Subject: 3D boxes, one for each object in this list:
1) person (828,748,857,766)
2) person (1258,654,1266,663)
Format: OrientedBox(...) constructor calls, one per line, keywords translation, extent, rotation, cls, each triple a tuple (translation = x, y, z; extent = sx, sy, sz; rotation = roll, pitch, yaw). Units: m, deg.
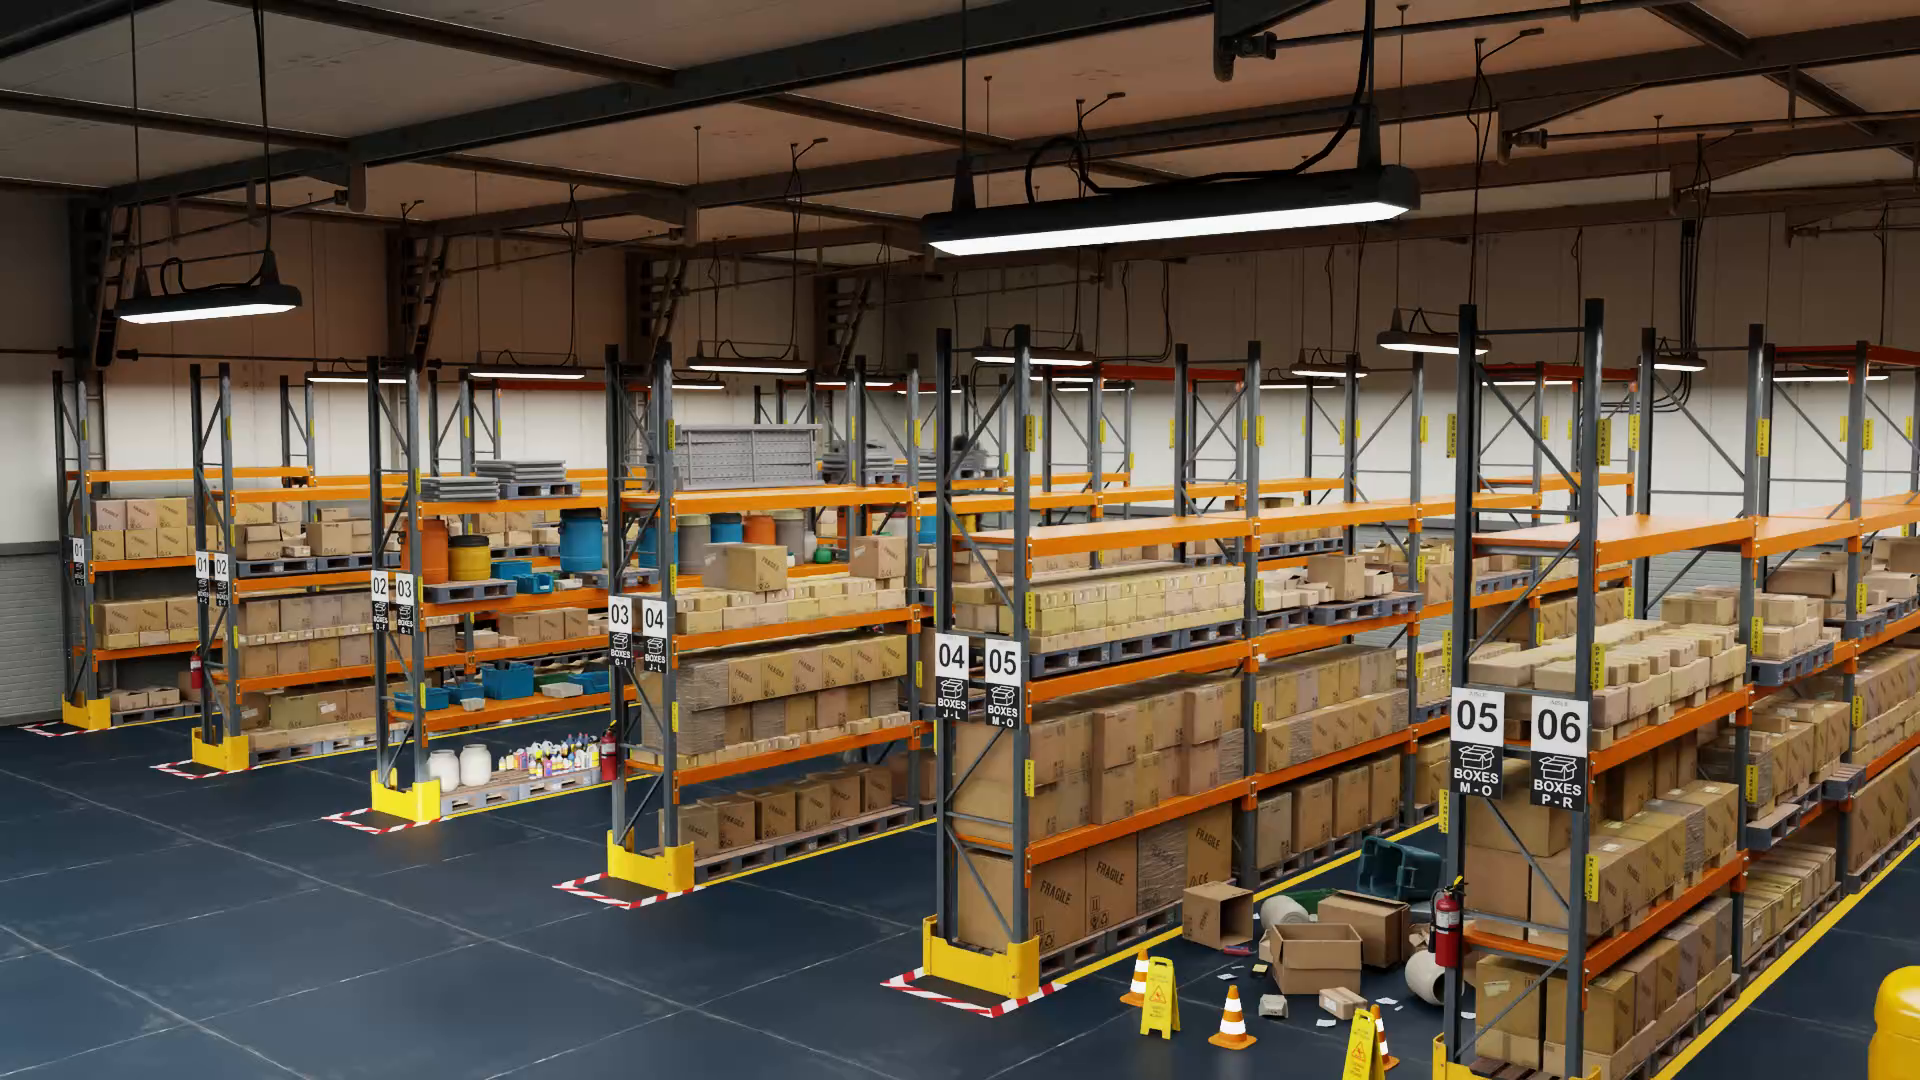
OrientedBox(translation=(-1.648, 2.752, 23.400), extent=(0.944, 1.422, 0.623), rotation=(-3, 5, -34), cls="person")
OrientedBox(translation=(4.488, 2.539, 25.143), extent=(0.601, 1.683, 0.908), rotation=(-1, 4, -12), cls="person")
